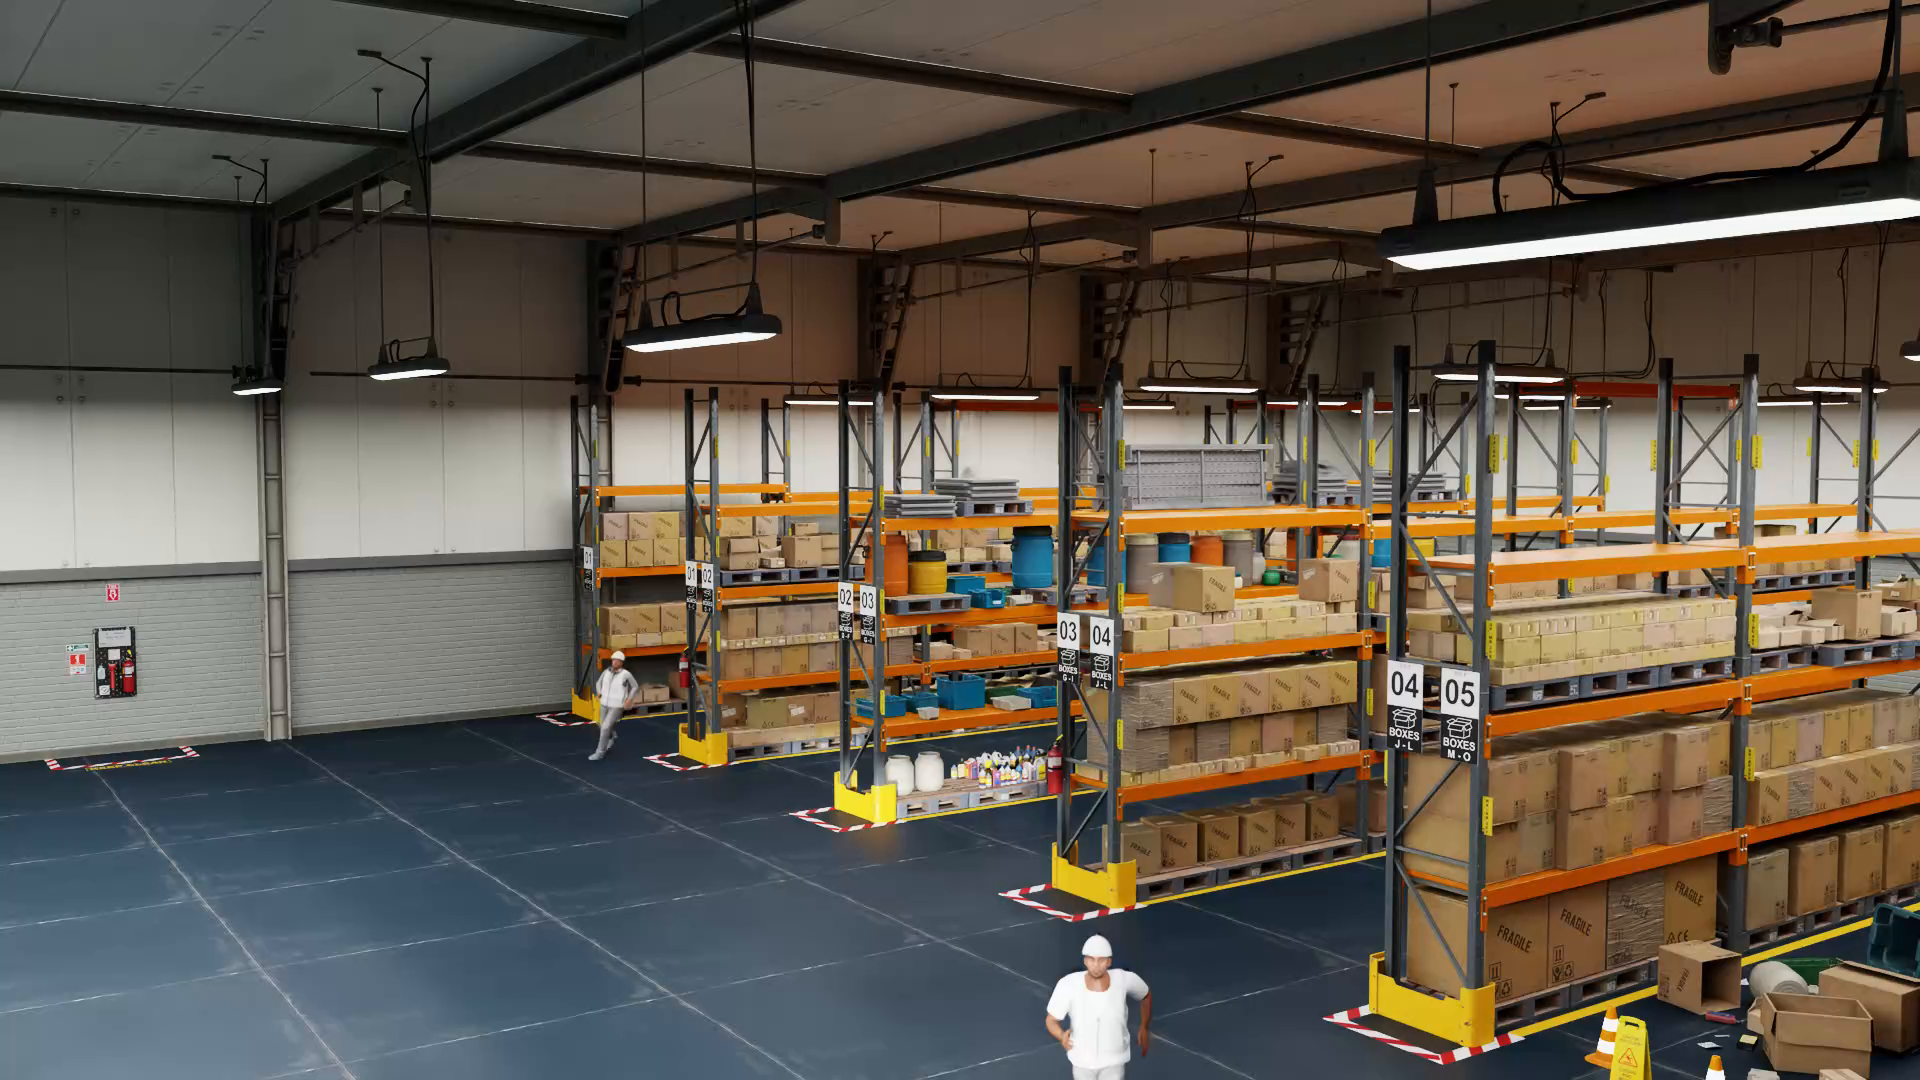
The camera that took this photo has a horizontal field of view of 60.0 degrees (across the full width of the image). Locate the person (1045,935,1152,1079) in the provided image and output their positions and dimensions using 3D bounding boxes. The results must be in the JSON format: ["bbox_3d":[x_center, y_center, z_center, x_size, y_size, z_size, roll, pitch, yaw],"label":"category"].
[{"bbox_3d":[0.957,3.608,11.486,0.731,1.812,0.937,0,3,7],"label":"person"}]

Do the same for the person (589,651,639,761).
[{"bbox_3d":[-5.617,2.673,26.975,0.714,1.724,0.876,1,4,18],"label":"person"}]
